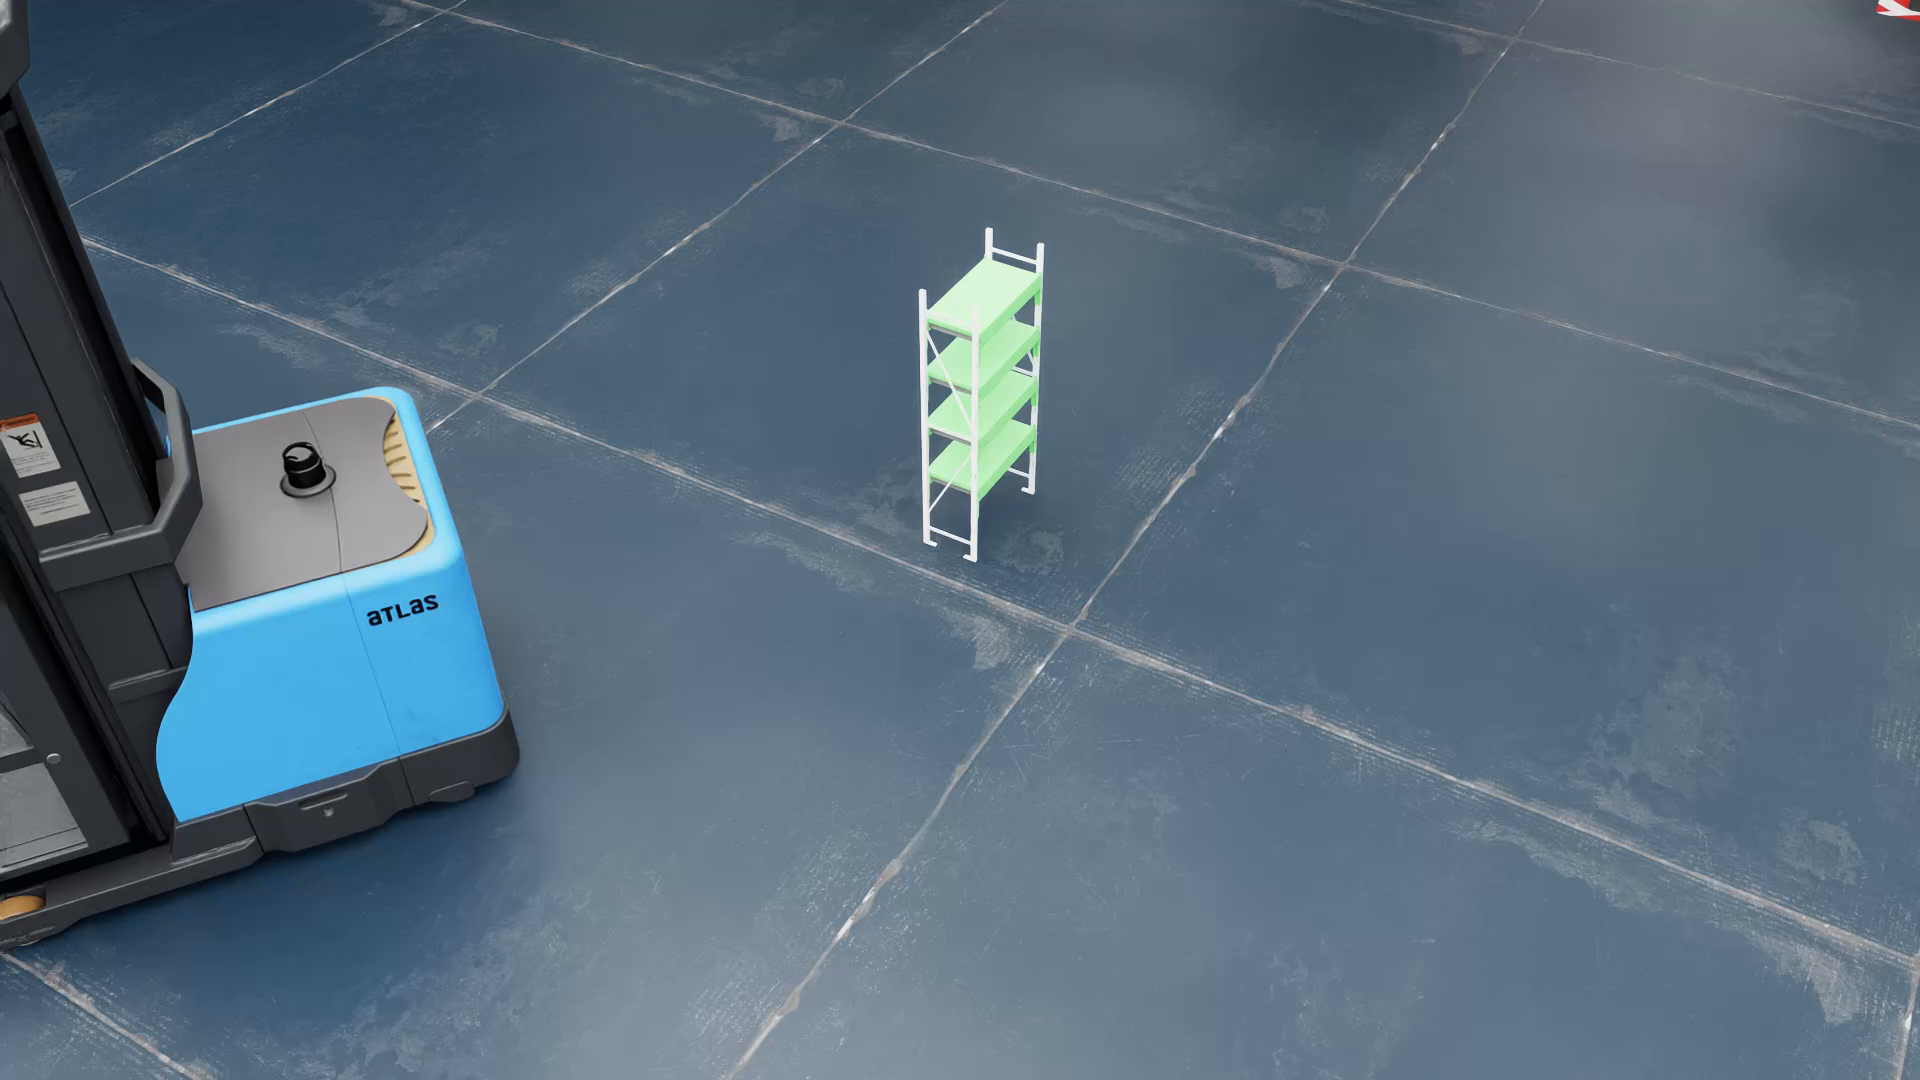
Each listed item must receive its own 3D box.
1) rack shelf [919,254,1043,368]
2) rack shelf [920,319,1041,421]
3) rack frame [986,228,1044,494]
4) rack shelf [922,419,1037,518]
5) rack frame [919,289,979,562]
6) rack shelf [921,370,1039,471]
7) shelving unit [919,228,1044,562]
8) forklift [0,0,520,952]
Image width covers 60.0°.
[{"bbox_3d":[0.083,-0.857,6.186,0.258,0.148,0.480,21,45,22],"label":"rack shelf"},{"bbox_3d":[0.083,-0.677,6.345,0.258,0.148,0.480,21,45,22],"label":"rack shelf"},{"bbox_3d":[0.205,-0.685,6.620,0.240,1.200,0.015,21,45,22],"label":"rack frame"},{"bbox_3d":[0.083,-0.317,6.662,0.258,0.148,0.480,21,45,22],"label":"rack shelf"},{"bbox_3d":[-0.039,-0.405,6.302,0.240,1.200,0.015,21,45,22],"label":"rack frame"},{"bbox_3d":[0.083,-0.497,6.503,0.258,0.148,0.480,21,45,22],"label":"rack shelf"},{"bbox_3d":[0.083,-0.545,6.461,0.258,1.200,0.503,21,45,22],"label":"shelving unit"},{"bbox_3d":[-3.093,-0.158,4.712,3.031,2.935,1.130,-16,44,-18],"label":"forklift"}]
